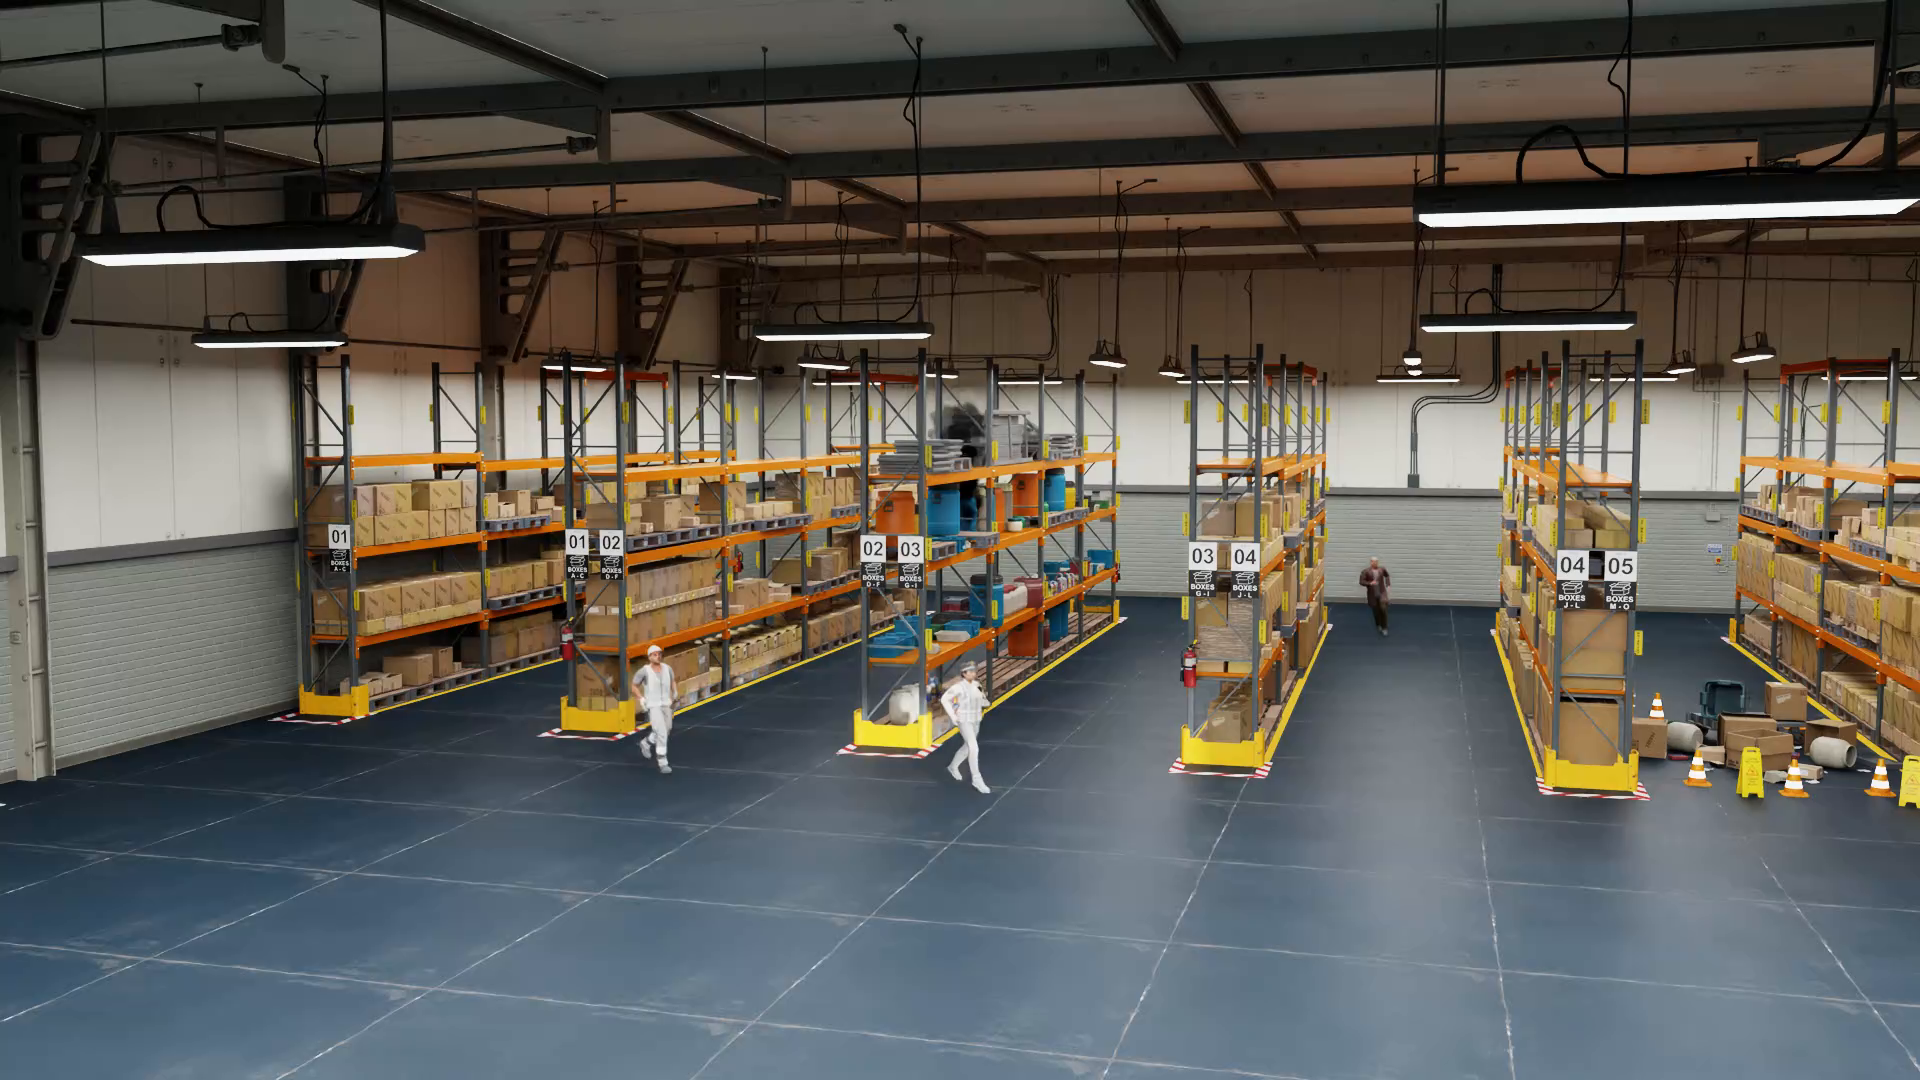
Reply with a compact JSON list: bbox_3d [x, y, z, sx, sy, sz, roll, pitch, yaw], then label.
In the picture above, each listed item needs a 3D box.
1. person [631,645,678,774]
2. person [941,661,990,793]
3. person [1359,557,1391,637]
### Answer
[{"bbox_3d":[-4.289,2.365,23.487,0.646,1.779,0.816,-4,6,-40],"label":"person"},{"bbox_3d":[0.123,2.472,22.290,0.848,1.715,0.598,4,6,43],"label":"person"},{"bbox_3d":[9.476,1.262,37.966,0.726,1.776,1.009,1,4,8],"label":"person"}]
